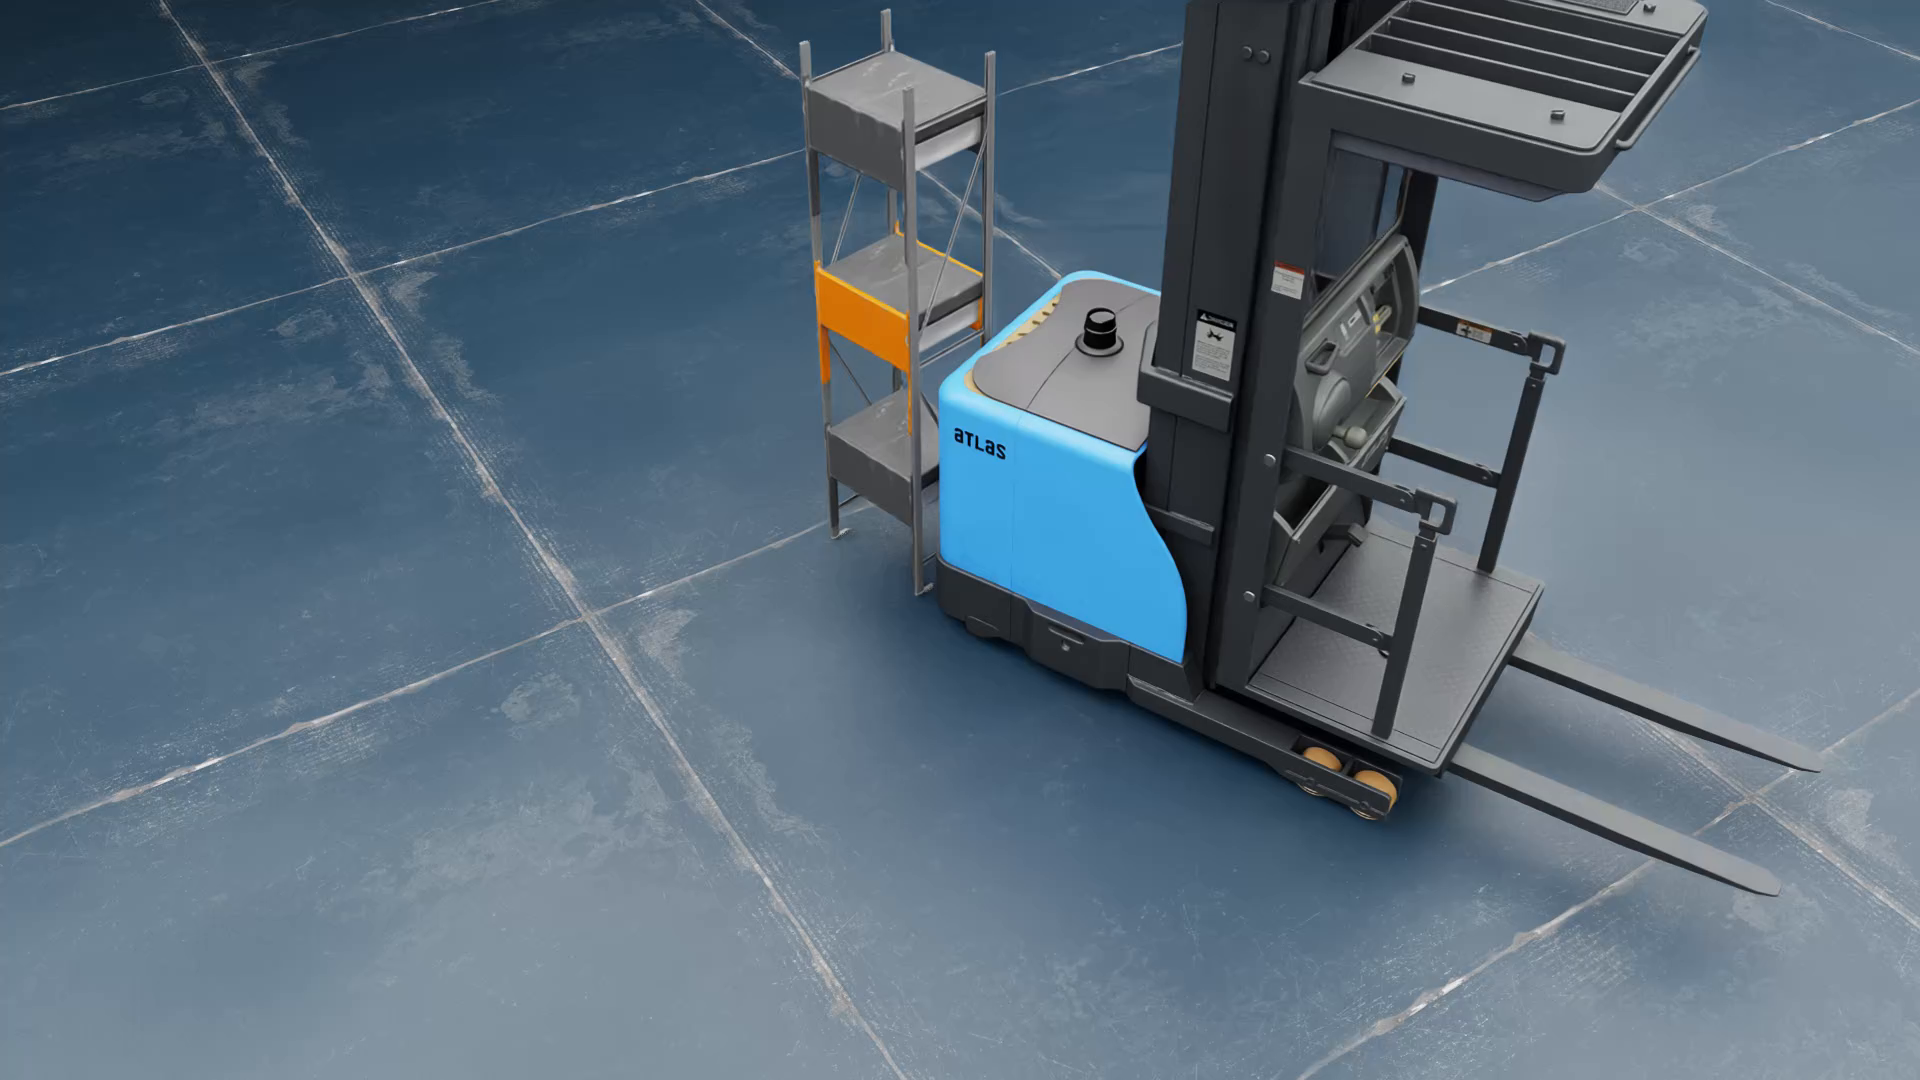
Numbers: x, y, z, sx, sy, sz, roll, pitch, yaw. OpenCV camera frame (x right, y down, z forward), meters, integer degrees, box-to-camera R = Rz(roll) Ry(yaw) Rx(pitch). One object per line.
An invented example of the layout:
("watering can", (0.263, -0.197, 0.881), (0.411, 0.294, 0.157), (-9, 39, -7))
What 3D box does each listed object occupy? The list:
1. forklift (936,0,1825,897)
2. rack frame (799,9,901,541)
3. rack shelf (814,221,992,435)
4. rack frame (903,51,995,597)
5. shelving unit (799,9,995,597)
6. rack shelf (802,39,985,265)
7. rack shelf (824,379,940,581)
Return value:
("forklift", (1.423, -0.573, 5.149), (3.031, 2.935, 1.130), (23, 45, 25))
("rack frame", (-0.379, -0.897, 6.187), (0.015, 2.100, 0.400), (32, 49, 33))
("rack shelf", (-0.205, -0.777, 6.064), (0.480, 0.518, 0.431), (32, 49, 33))
("rack frame", (-0.031, -0.678, 5.923), (0.015, 2.100, 0.400), (32, 49, 33))
("shelving unit", (-0.205, -0.788, 6.055), (0.503, 2.100, 0.431), (32, 49, 33))
("rack shelf", (-0.205, -1.315, 5.616), (0.480, 0.518, 0.431), (32, 49, 33))
("rack shelf", (-0.205, -0.239, 6.512), (0.480, 0.518, 0.431), (32, 49, 33))
